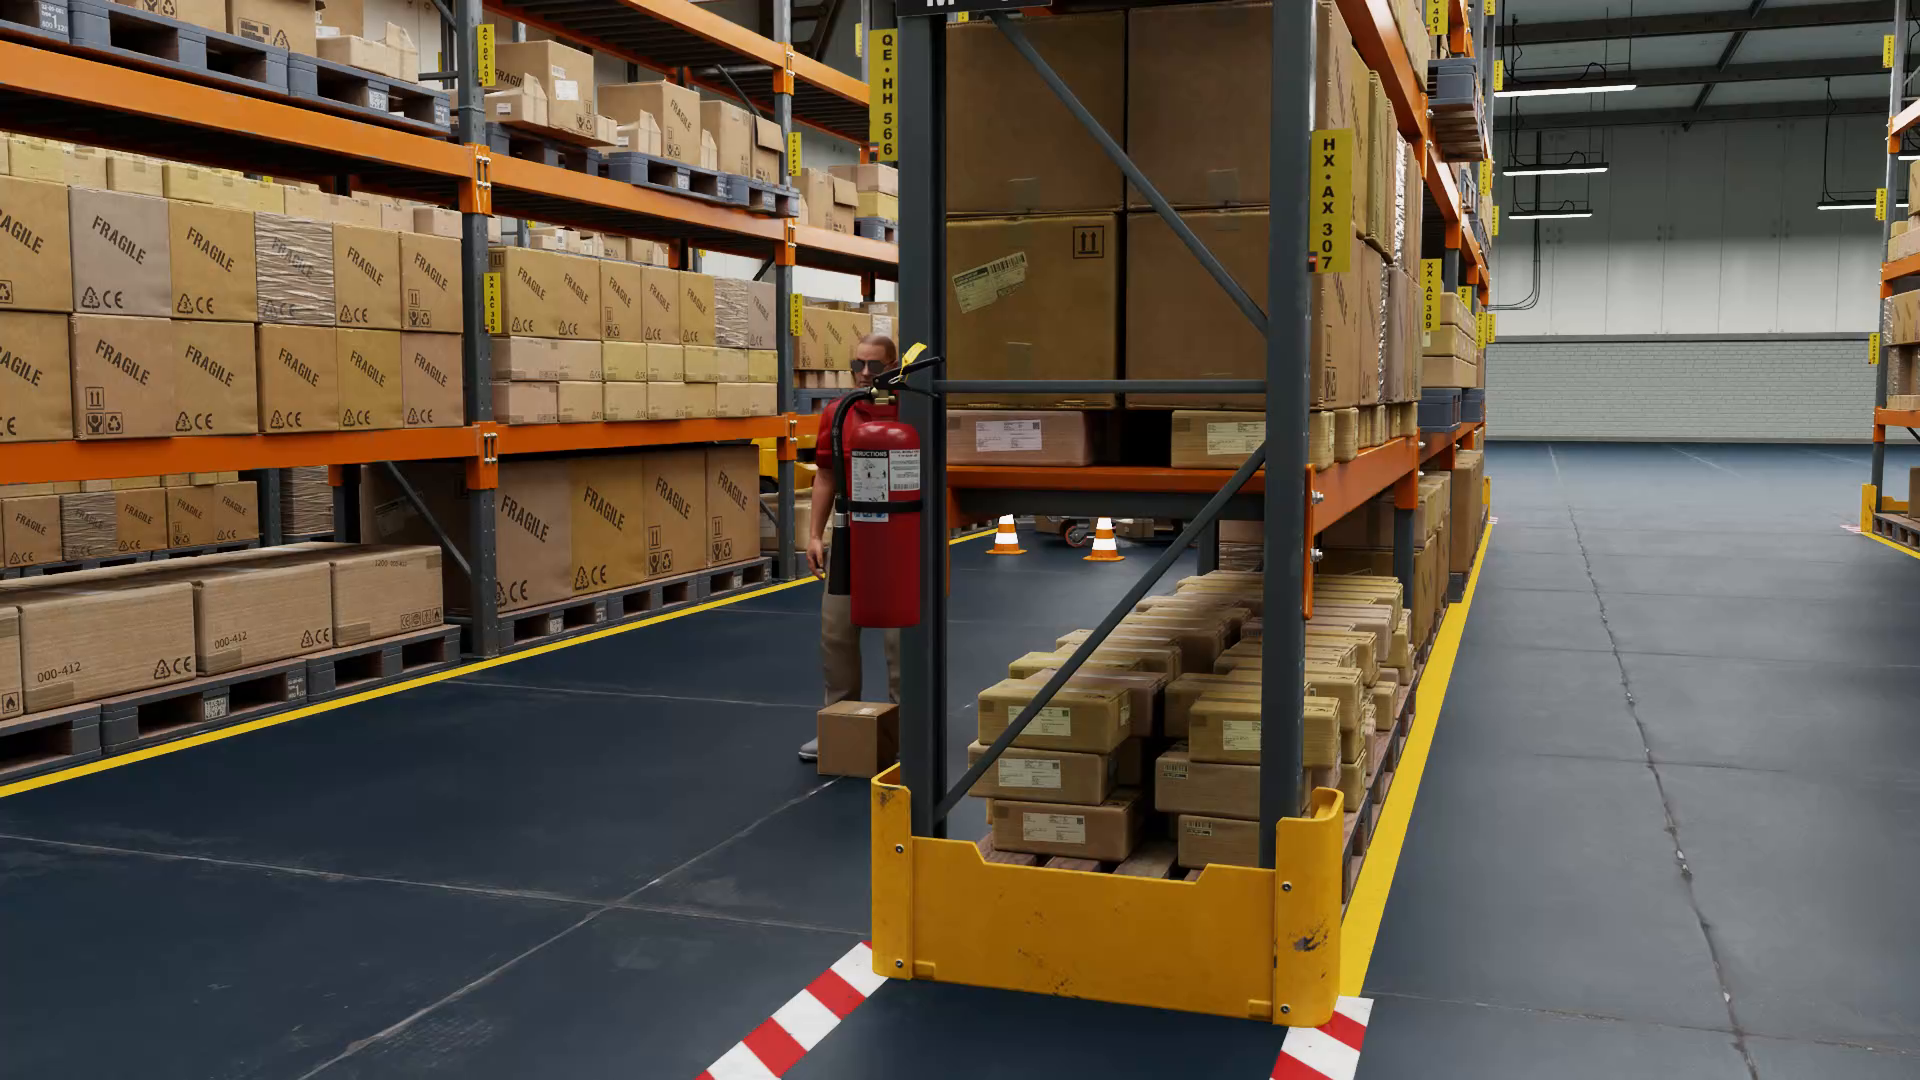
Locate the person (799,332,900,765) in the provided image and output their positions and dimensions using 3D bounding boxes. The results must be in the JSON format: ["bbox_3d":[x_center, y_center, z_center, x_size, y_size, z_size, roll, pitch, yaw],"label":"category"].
[{"bbox_3d":[-0.337,0.029,6.752,0.589,1.726,0.393,2,5,17],"label":"person"}]
